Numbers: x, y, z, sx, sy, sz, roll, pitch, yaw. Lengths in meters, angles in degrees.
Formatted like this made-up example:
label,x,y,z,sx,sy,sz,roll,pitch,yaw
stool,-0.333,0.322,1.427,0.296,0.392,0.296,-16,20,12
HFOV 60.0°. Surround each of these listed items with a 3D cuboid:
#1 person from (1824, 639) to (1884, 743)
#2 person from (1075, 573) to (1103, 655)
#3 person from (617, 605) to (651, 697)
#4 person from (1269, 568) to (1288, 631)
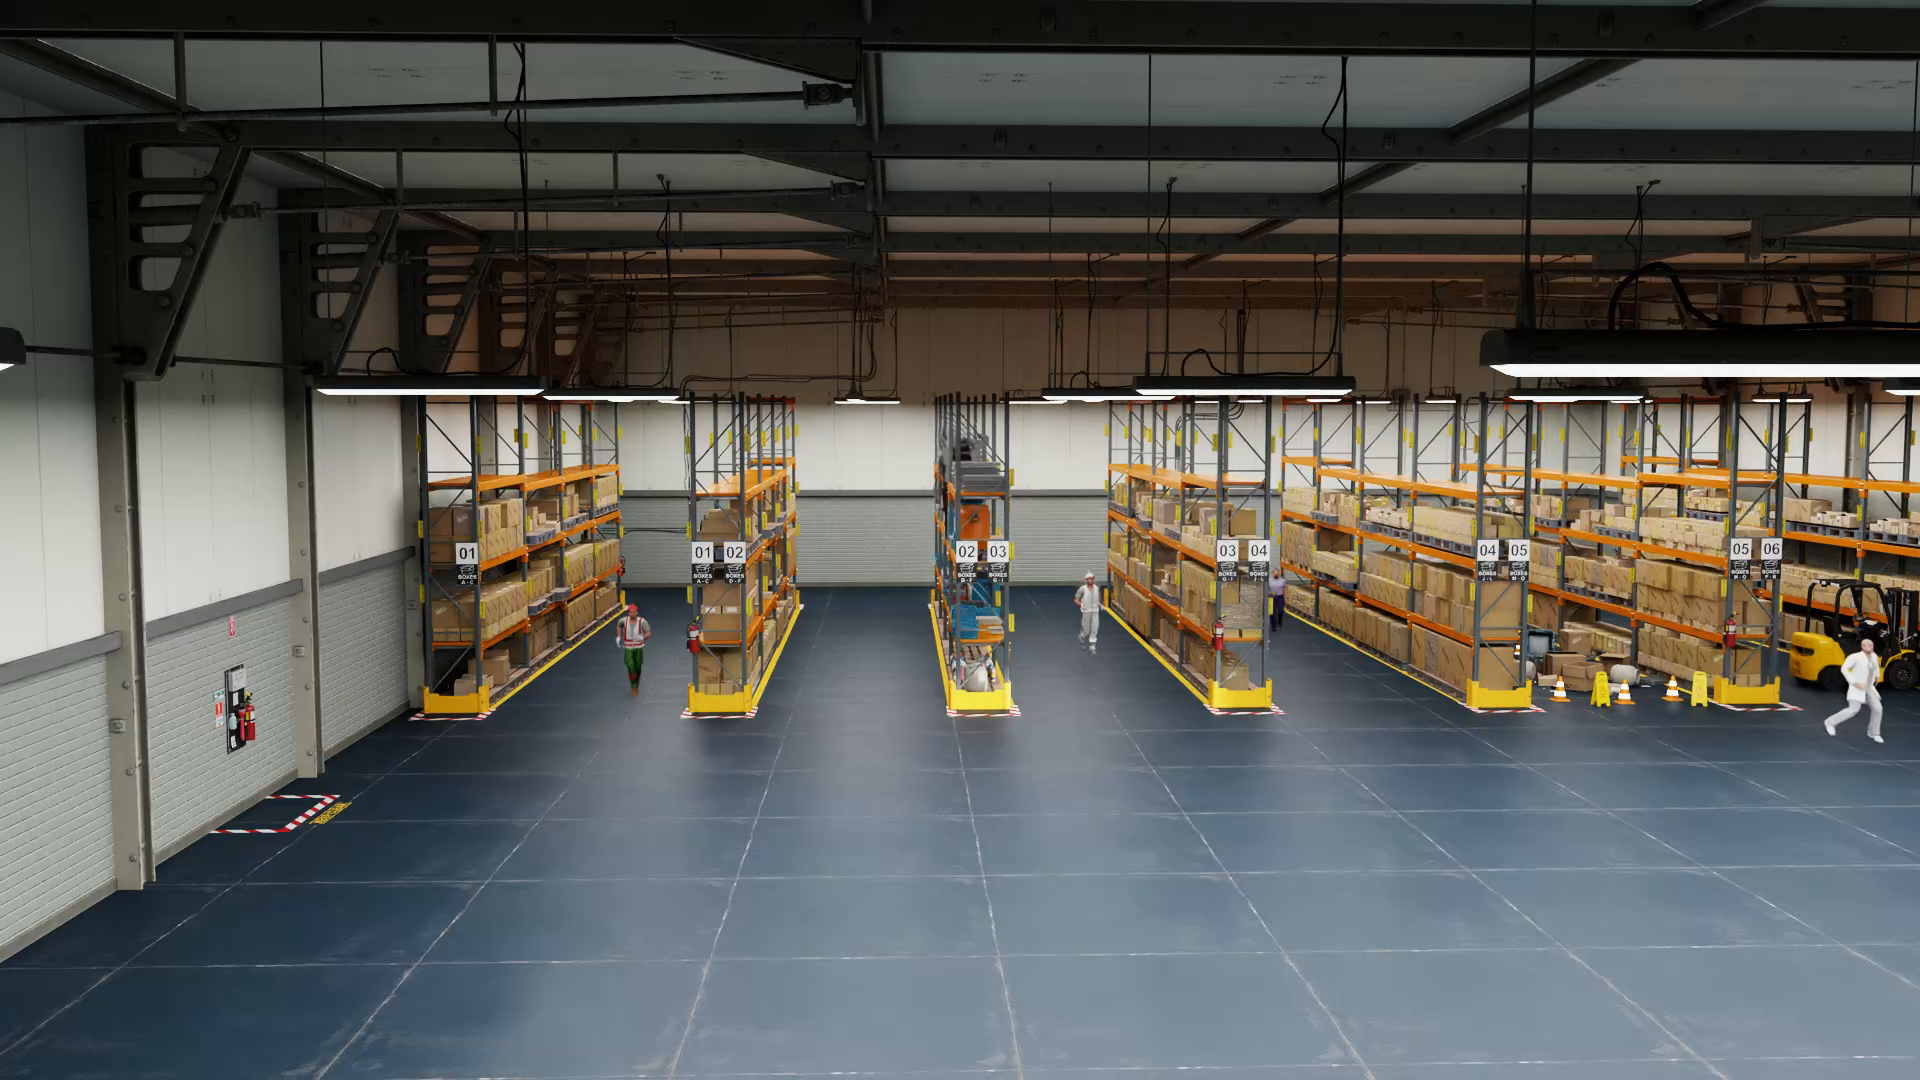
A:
label,x,y,z,sx,sy,sz,roll,pitch,yaw
person,15.479,2.585,28.613,0.921,1.782,0.791,-2,5,-20
person,2.859,1.614,36.704,0.658,1.786,0.863,-1,5,-17
person,-6.511,2.168,33.225,0.688,1.795,1.043,-1,5,-7
person,8.080,1.528,42.422,0.600,1.608,0.530,0,5,5
